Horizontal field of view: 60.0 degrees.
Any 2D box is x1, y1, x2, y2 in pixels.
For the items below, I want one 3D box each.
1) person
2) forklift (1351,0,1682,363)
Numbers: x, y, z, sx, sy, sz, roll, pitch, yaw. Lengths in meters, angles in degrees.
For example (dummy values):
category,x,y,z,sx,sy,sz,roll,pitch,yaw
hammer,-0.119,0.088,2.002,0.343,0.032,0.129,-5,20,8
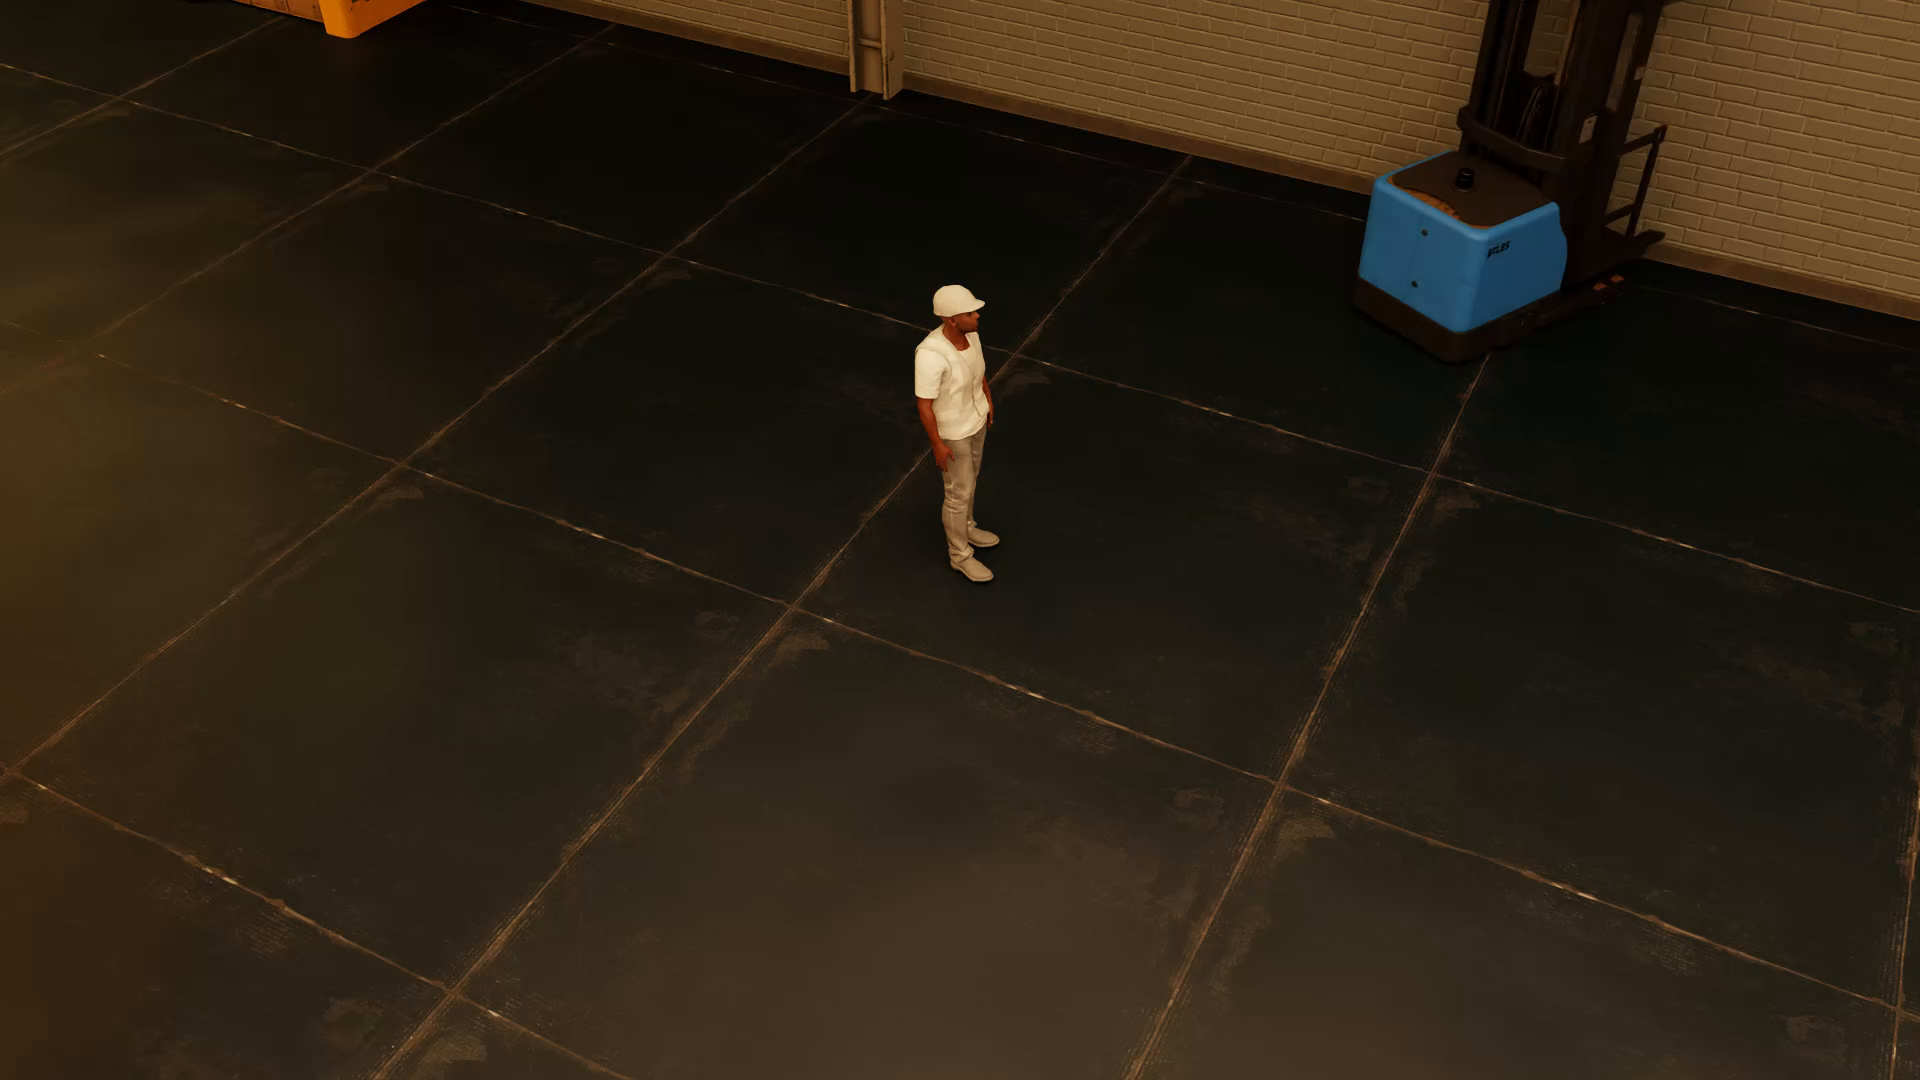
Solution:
category,x,y,z,sx,sy,sz,roll,pitch,yaw
person,0.060,-0.655,9.662,0.575,1.762,0.665,18,43,21
forklift,4.373,-3.112,11.682,3.031,2.935,1.130,-24,46,-26
